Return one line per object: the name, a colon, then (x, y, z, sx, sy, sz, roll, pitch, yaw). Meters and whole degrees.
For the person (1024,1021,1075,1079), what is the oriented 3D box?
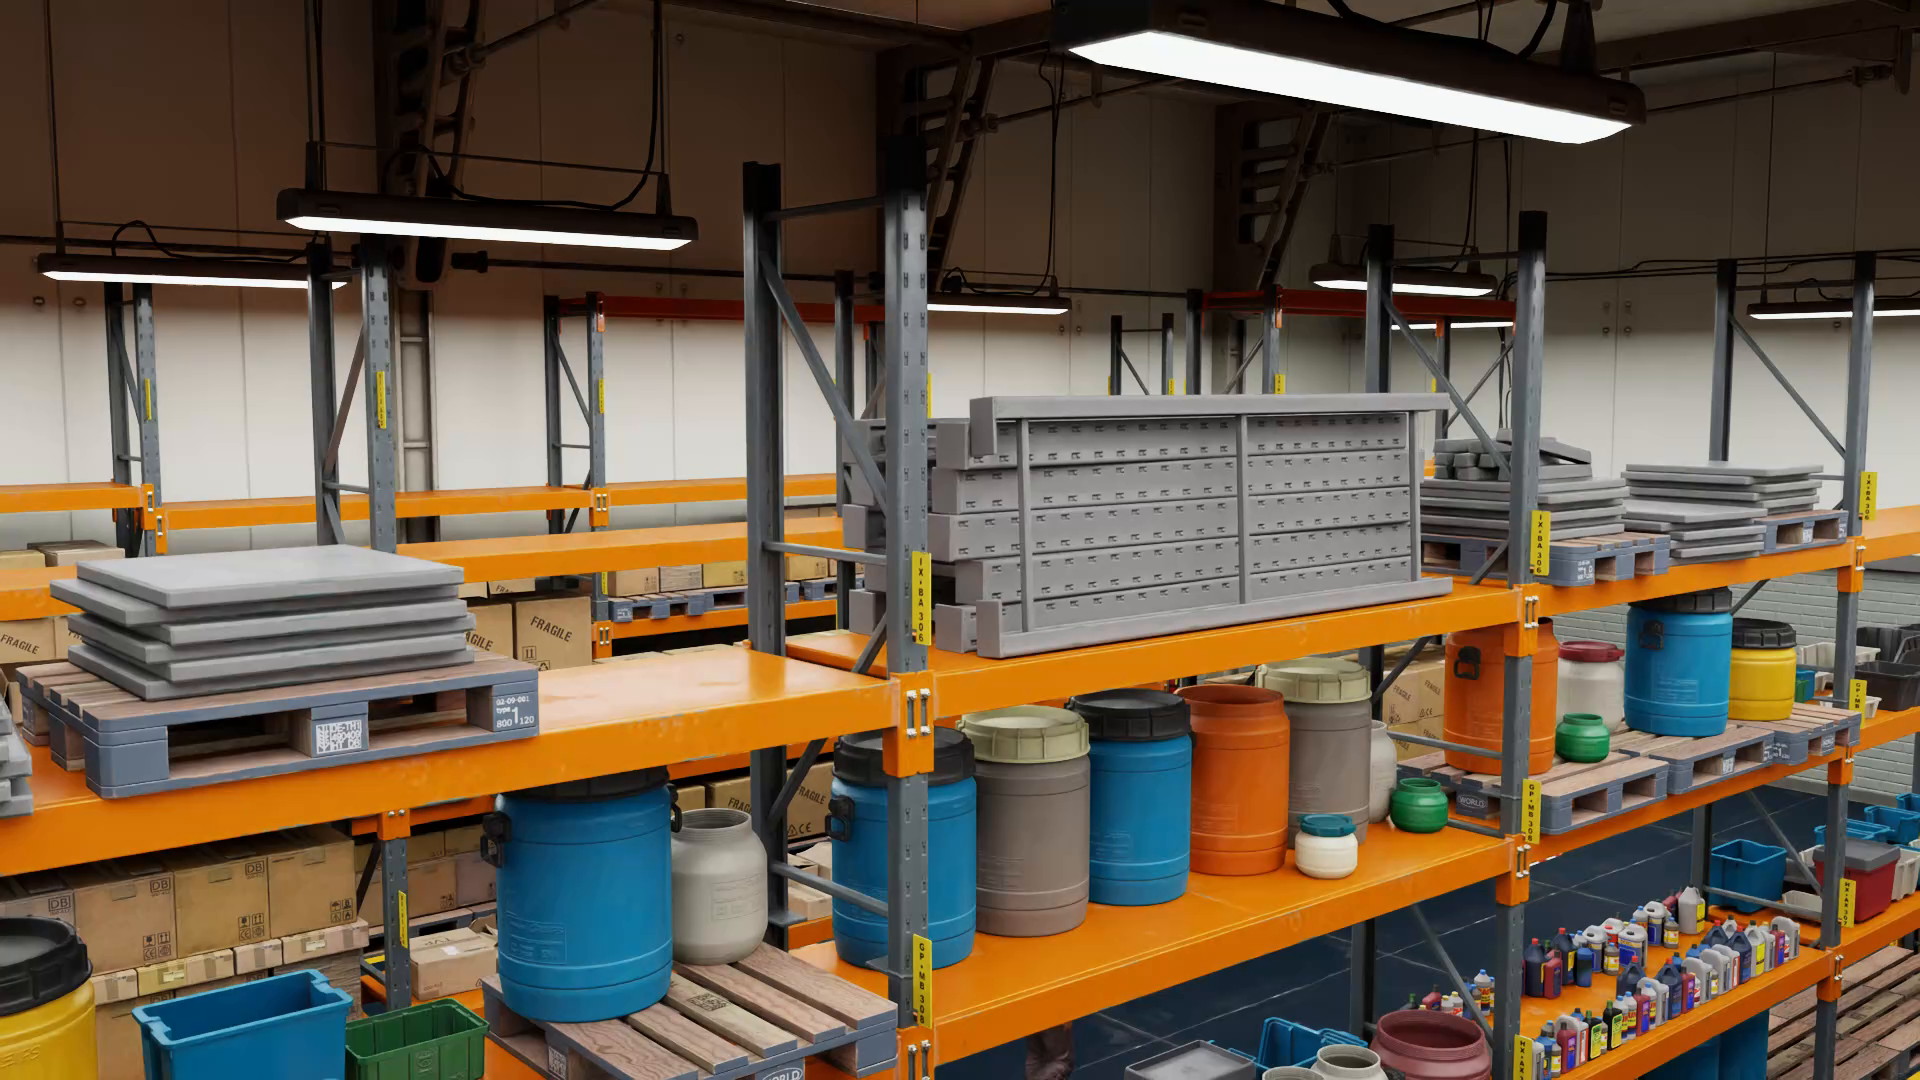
person: (0.531, 3.215, 11.457, 0.511, 1.721, 0.564, -3, 6, -30)
